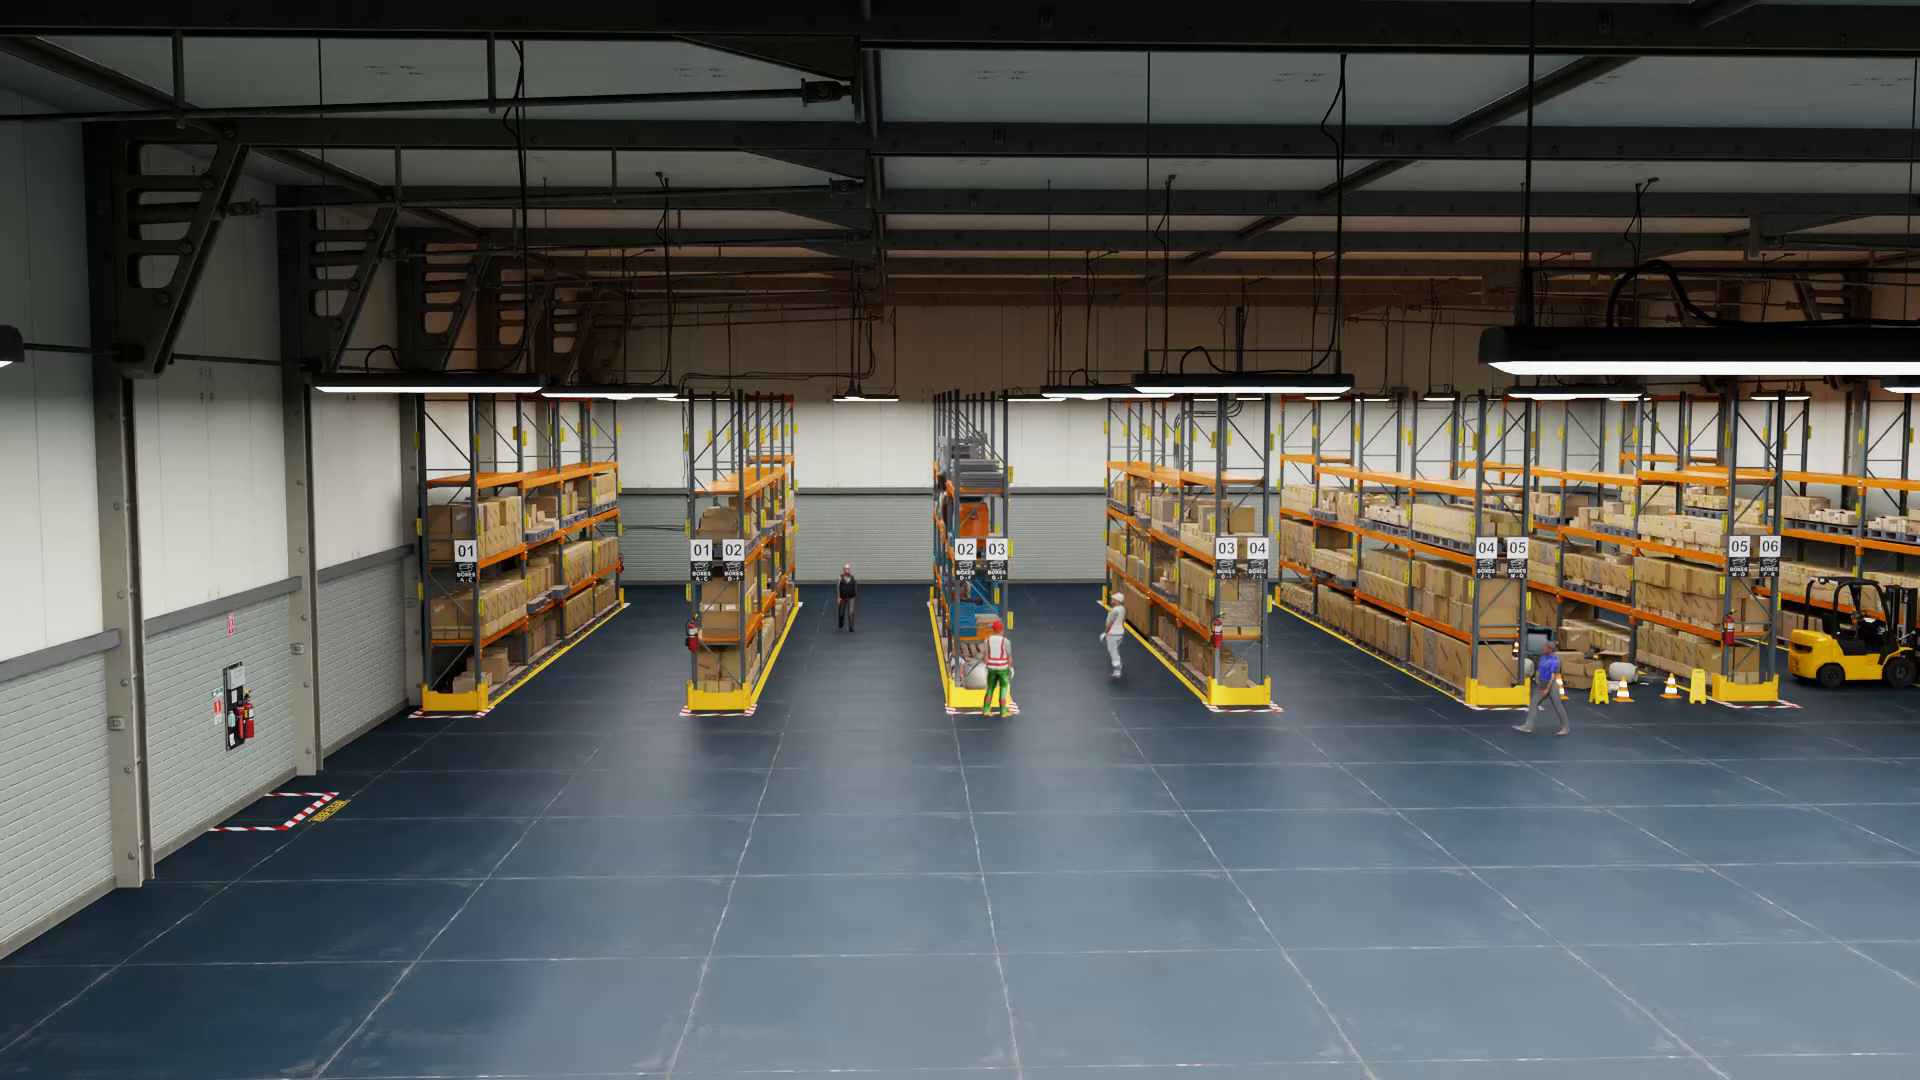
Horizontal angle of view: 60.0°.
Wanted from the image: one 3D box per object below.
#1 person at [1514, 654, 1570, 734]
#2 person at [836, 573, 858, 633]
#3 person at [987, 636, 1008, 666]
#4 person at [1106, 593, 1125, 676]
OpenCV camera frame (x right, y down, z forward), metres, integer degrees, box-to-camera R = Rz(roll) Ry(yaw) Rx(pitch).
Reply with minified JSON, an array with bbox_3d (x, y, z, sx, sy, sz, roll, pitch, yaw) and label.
[{"bbox_3d":[5.458,2.081,34.953,4.179,1.563,15.646,-2,5,-25],"label":"person"},{"bbox_3d":[-2.844,1.562,41.864,0.536,1.476,0.841,0,5,-6],"label":"person"},{"bbox_3d":[0.687,2.018,30.391,0.424,0.544,0.383,4,6,38],"label":"person"},{"bbox_3d":[3.217,1.953,34.744,0.451,1.716,0.482,-4,6,-42],"label":"person"}]
